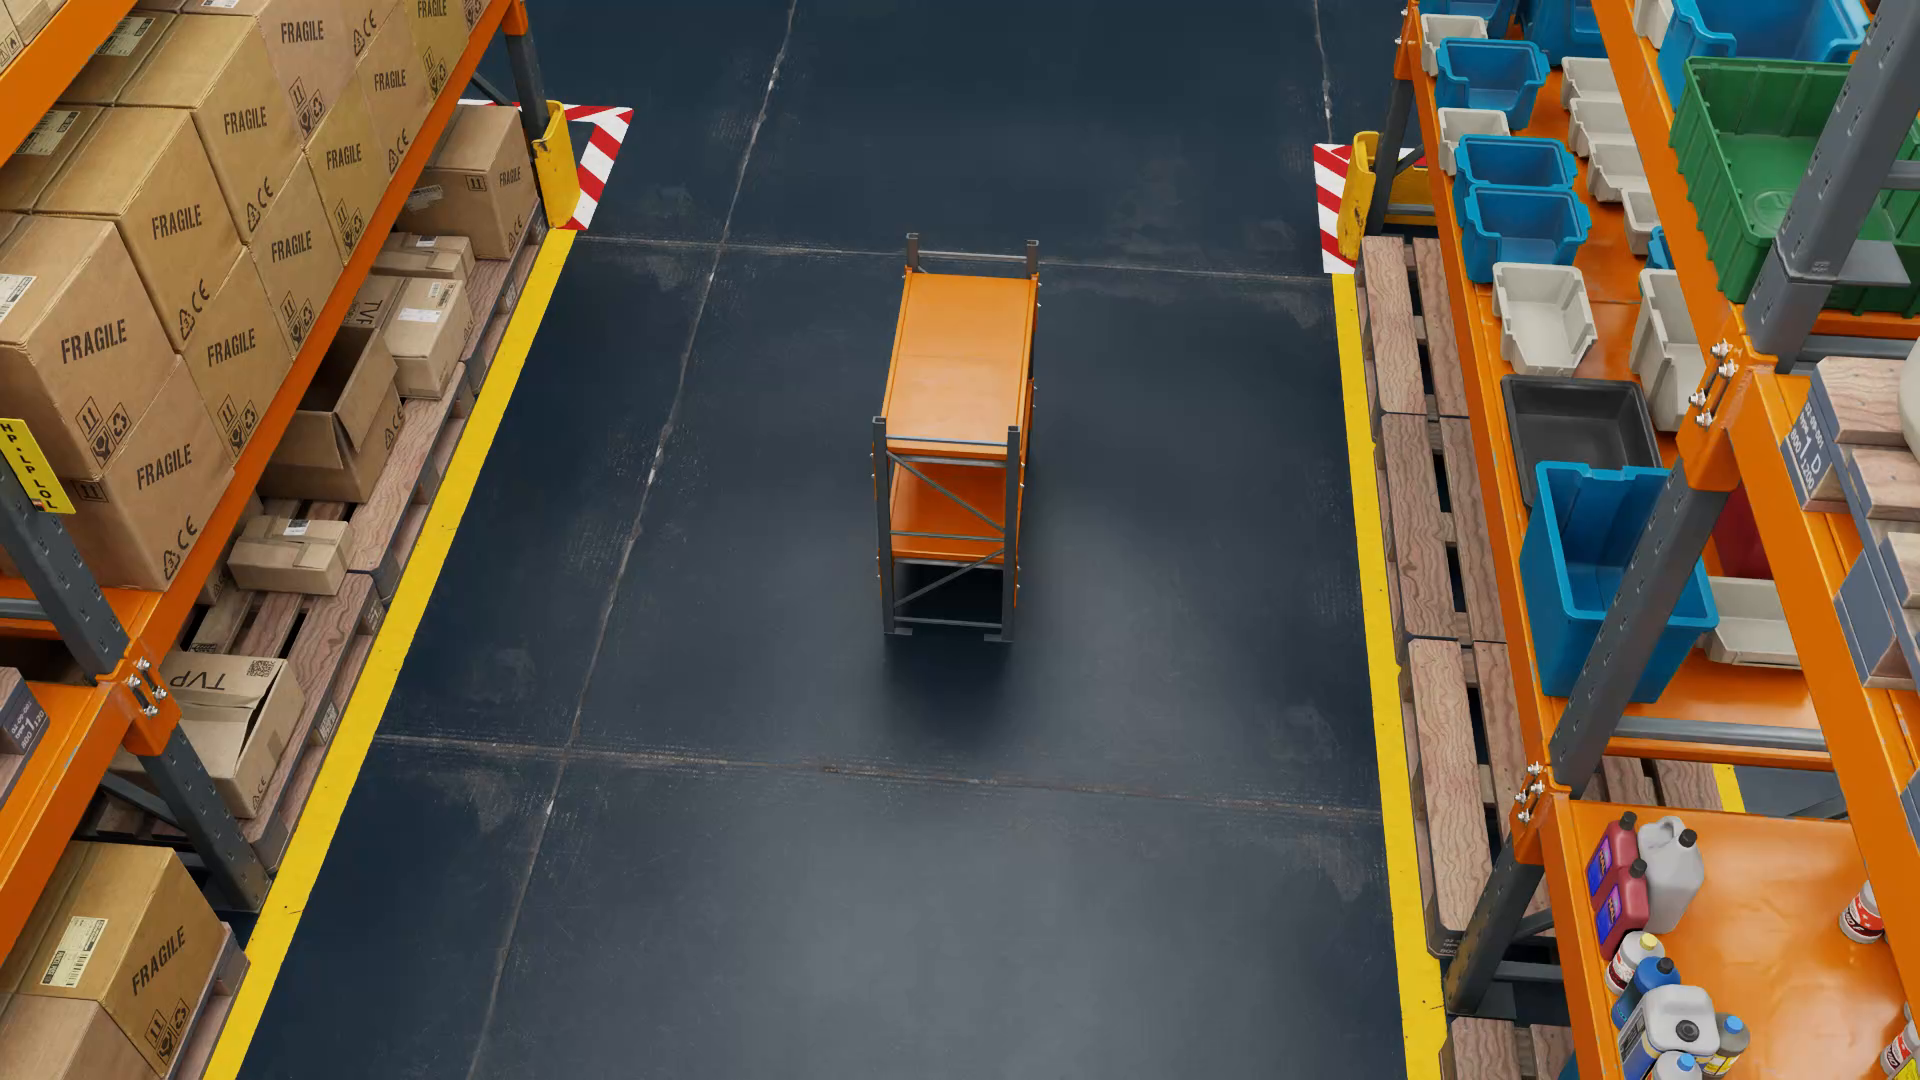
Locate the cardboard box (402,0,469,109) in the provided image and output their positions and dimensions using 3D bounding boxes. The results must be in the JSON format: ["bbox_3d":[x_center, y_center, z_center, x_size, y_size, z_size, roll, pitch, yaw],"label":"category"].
[{"bbox_3d":[-2.307,-2.069,6.568,0.500,0.500,0.500,4,48,4],"label":"cardboard box"}]

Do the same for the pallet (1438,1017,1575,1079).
[{"bbox_3d":[1.963,2.016,4.789,1.003,0.211,1.213,4,48,4],"label":"pallet"}]

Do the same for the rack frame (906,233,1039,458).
[{"bbox_3d":[0.047,-0.758,6.707,0.500,1.125,0.032,4,48,4],"label":"rack frame"}]

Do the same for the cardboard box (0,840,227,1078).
[{"bbox_3d":[-2.617,1.252,4.994,0.500,0.500,0.500,4,48,3],"label":"cardboard box"}]

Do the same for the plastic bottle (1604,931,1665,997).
[{"bbox_3d":[1.612,1.002,3.961,0.097,0.201,0.097,0,48,0],"label":"plastic bottle"}]

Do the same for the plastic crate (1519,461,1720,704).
[{"bbox_3d":[1.778,0.130,4.595,0.392,0.384,0.575,4,48,4],"label":"plastic crate"}]

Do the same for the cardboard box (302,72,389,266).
[{"bbox_3d":[-2.404,-1.333,5.894,0.500,0.500,0.500,3,48,3],"label":"cardboard box"}]

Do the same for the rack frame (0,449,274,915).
[{"bbox_3d":[-2.858,0.175,4.583,1.000,3.000,0.127,4,48,4],"label":"rack frame"}]

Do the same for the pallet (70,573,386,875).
[{"bbox_3d":[-2.794,0.611,6.074,1.003,0.211,1.213,4,48,4],"label":"pallet"}]

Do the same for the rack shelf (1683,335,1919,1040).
[{"bbox_3d":[1.893,1.211,2.091,1.077,0.370,4.000,4,48,4],"label":"rack shelf"}]

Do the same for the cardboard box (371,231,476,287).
[{"bbox_3d":[-2.424,-1.249,7.508,0.380,0.166,0.250,4,48,4],"label":"cardboard box"}]

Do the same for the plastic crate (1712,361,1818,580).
[{"bbox_3d":[2.406,-0.170,4.815,0.402,0.464,0.583,4,48,4],"label":"plastic crate"}]

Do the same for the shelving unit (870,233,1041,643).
[{"bbox_3d":[0.001,-0.385,6.365,0.538,1.125,1.048,4,48,4],"label":"shelving unit"}]

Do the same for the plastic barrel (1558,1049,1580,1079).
[{"bbox_3d":[2.008,1.476,4.531,0.600,0.901,0.708,4,48,4],"label":"plastic barrel"}]

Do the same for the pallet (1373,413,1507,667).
[{"bbox_3d":[2.212,0.010,6.624,1.003,0.211,1.213,4,48,4],"label":"pallet"}]

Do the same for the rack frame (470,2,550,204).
[{"bbox_3d":[-2.493,-2.765,7.272,1.000,3.000,0.127,4,48,4],"label":"rack frame"}]

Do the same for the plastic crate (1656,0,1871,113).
[{"bbox_3d":[1.840,-1.136,3.863,0.416,0.233,0.300,4,48,4],"label":"plastic crate"}]

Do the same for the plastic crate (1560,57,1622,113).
[{"bbox_3d":[2.545,-1.749,6.480,0.396,0.136,0.243,4,48,4],"label":"plastic crate"}]

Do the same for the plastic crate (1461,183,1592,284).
[{"bbox_3d":[1.942,-1.045,5.772,0.416,0.233,0.300,4,48,4],"label":"plastic crate"}]

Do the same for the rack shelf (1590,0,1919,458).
[{"bbox_3d":[2.257,-1.729,4.779,1.077,0.370,4.000,4,48,4],"label":"rack shelf"}]

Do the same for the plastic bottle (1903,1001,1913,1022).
[{"bbox_3d":[2.305,1.070,3.899,0.097,0.201,0.097,0,48,0],"label":"plastic bottle"}]

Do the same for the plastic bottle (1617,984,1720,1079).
[{"bbox_3d":[1.620,1.136,3.788,0.152,0.276,0.135,4,48,4],"label":"plastic bottle"}]

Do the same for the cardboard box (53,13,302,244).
[{"bbox_3d":[-2.441,-1.281,5.169,0.500,0.500,0.500,3,48,2],"label":"cardboard box"}]

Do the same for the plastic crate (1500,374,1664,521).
[{"bbox_3d":[1.909,-0.257,5.124,0.437,0.125,0.590,4,48,4],"label":"plastic crate"}]

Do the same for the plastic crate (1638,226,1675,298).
[{"bbox_3d":[2.508,-0.866,5.608,0.416,0.233,0.300,4,48,4],"label":"plastic crate"}]

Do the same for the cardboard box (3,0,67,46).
[{"bbox_3d":[-2.517,-1.495,4.179,0.500,0.250,0.500,4,48,4],"label":"cardboard box"}]

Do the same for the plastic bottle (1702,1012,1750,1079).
[{"bbox_3d":[1.746,1.156,3.821,0.097,0.201,0.097,0,48,0],"label":"plastic bottle"}]

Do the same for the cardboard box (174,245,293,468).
[{"bbox_3d":[-2.496,-0.592,5.217,0.500,0.500,0.500,5,48,4],"label":"cardboard box"}]

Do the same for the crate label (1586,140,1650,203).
[{"bbox_3d":[2.503,-1.330,6.098,0.396,0.136,0.243,4,48,4],"label":"crate label"}]

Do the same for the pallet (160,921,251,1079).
[{"bbox_3d":[-2.894,1.716,5.063,1.003,0.211,1.213,4,48,4],"label":"pallet"}]

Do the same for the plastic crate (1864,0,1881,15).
[{"bbox_3d":[2.461,-1.352,4.035,0.497,0.269,0.590,4,48,4],"label":"plastic crate"}]

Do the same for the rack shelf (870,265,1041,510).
[{"bbox_3d":[0.001,-0.582,6.149,0.538,0.278,1.000,4,48,4],"label":"rack shelf"}]

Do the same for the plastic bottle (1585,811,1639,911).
[{"bbox_3d":[1.617,0.791,4.099,0.061,0.283,0.133,4,48,4],"label":"plastic bottle"}]

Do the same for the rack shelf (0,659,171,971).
[{"bbox_3d":[-3.040,1.887,3.505,1.077,0.370,4.000,4,48,4],"label":"rack shelf"}]

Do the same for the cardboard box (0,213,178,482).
[{"bbox_3d":[-2.534,-0.524,4.477,0.500,0.500,0.500,5,48,5],"label":"cardboard box"}]

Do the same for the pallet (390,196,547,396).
[{"bbox_3d":[-2.572,-1.182,7.714,1.003,0.211,1.213,4,48,4],"label":"pallet"}]

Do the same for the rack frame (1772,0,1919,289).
[{"bbox_3d":[2.075,-1.514,2.062,1.000,3.000,0.127,4,48,4],"label":"rack frame"}]

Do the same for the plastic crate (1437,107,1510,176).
[{"bbox_3d":[1.916,-1.472,6.228,0.250,0.136,0.298,4,48,4],"label":"plastic crate"}]

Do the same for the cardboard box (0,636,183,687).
[{"bbox_3d":[-3.088,0.432,5.744,0.500,0.500,0.500,4,48,4],"label":"cardboard box"}]

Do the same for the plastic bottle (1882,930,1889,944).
[{"bbox_3d":[2.361,0.864,4.037,0.152,0.276,0.135,4,48,4],"label":"plastic bottle"}]

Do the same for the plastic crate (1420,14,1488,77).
[{"bbox_3d":[1.977,-1.971,6.683,0.250,0.136,0.298,4,48,4],"label":"plastic crate"}]

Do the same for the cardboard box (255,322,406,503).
[{"bbox_3d":[-2.691,-0.512,6.605,0.797,0.503,0.637,4,48,4],"label":"cardboard box"}]

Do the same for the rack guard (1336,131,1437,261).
[{"bbox_3d":[2.429,-1.604,7.904,1.175,0.500,0.348,4,48,4],"label":"rack guard"}]

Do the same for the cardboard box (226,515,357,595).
[{"bbox_3d":[-2.535,0.052,6.317,0.380,0.166,0.250,4,48,4],"label":"cardboard box"}]

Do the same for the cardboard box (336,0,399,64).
[{"bbox_3d":[-2.348,-2.038,5.861,0.500,0.500,0.500,5,48,5],"label":"cardboard box"}]
